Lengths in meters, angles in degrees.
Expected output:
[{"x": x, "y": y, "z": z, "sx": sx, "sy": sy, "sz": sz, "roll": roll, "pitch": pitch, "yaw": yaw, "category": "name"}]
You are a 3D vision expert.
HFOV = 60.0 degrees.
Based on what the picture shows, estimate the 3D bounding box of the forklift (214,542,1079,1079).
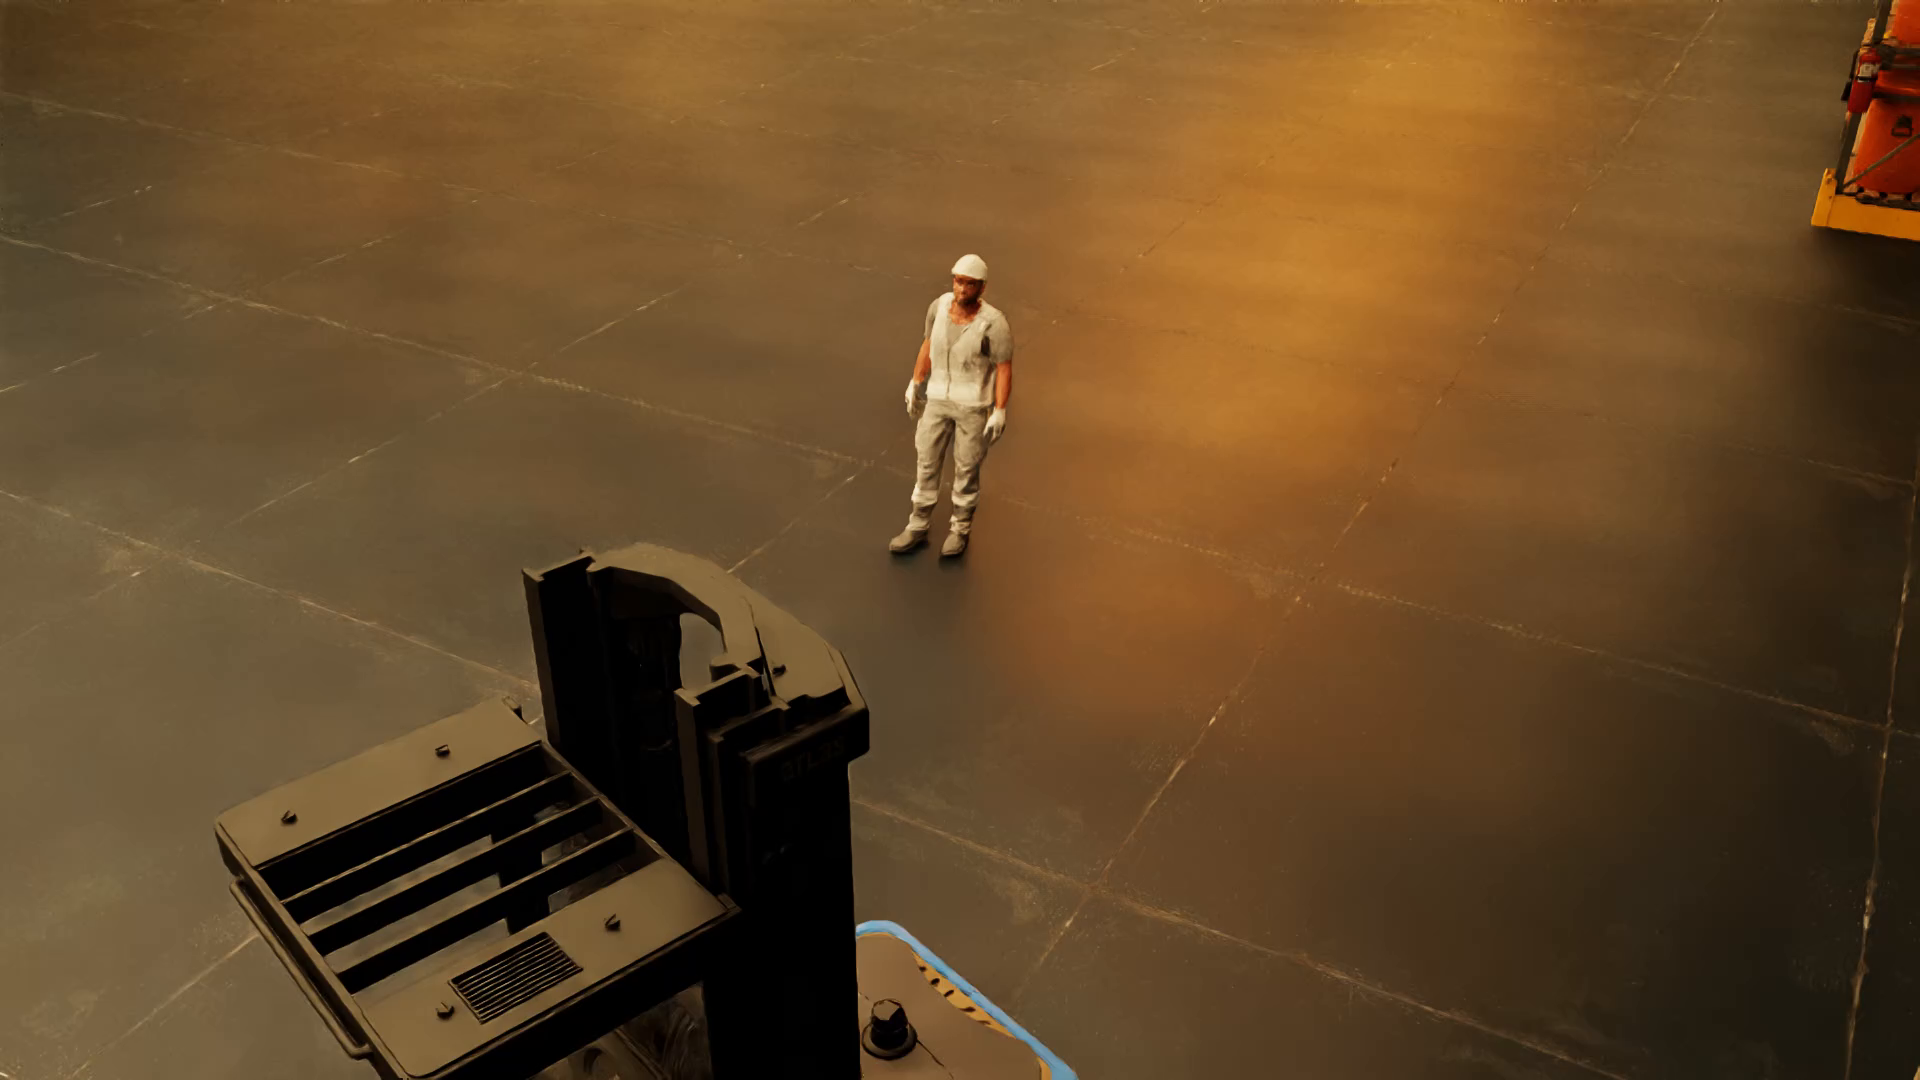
[{"x": -1.060, "y": 1.591, "z": 4.313, "sx": 3.031, "sy": 2.935, "sz": 1.130, "roll": -24, "pitch": 37, "yaw": -35, "category": "forklift"}]

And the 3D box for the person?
[{"x": -0.049, "y": -0.748, "z": 9.496, "sx": 0.637, "sy": 1.787, "sz": 0.563, "roll": 15, "pitch": 33, "yaw": 25, "category": "person"}]
